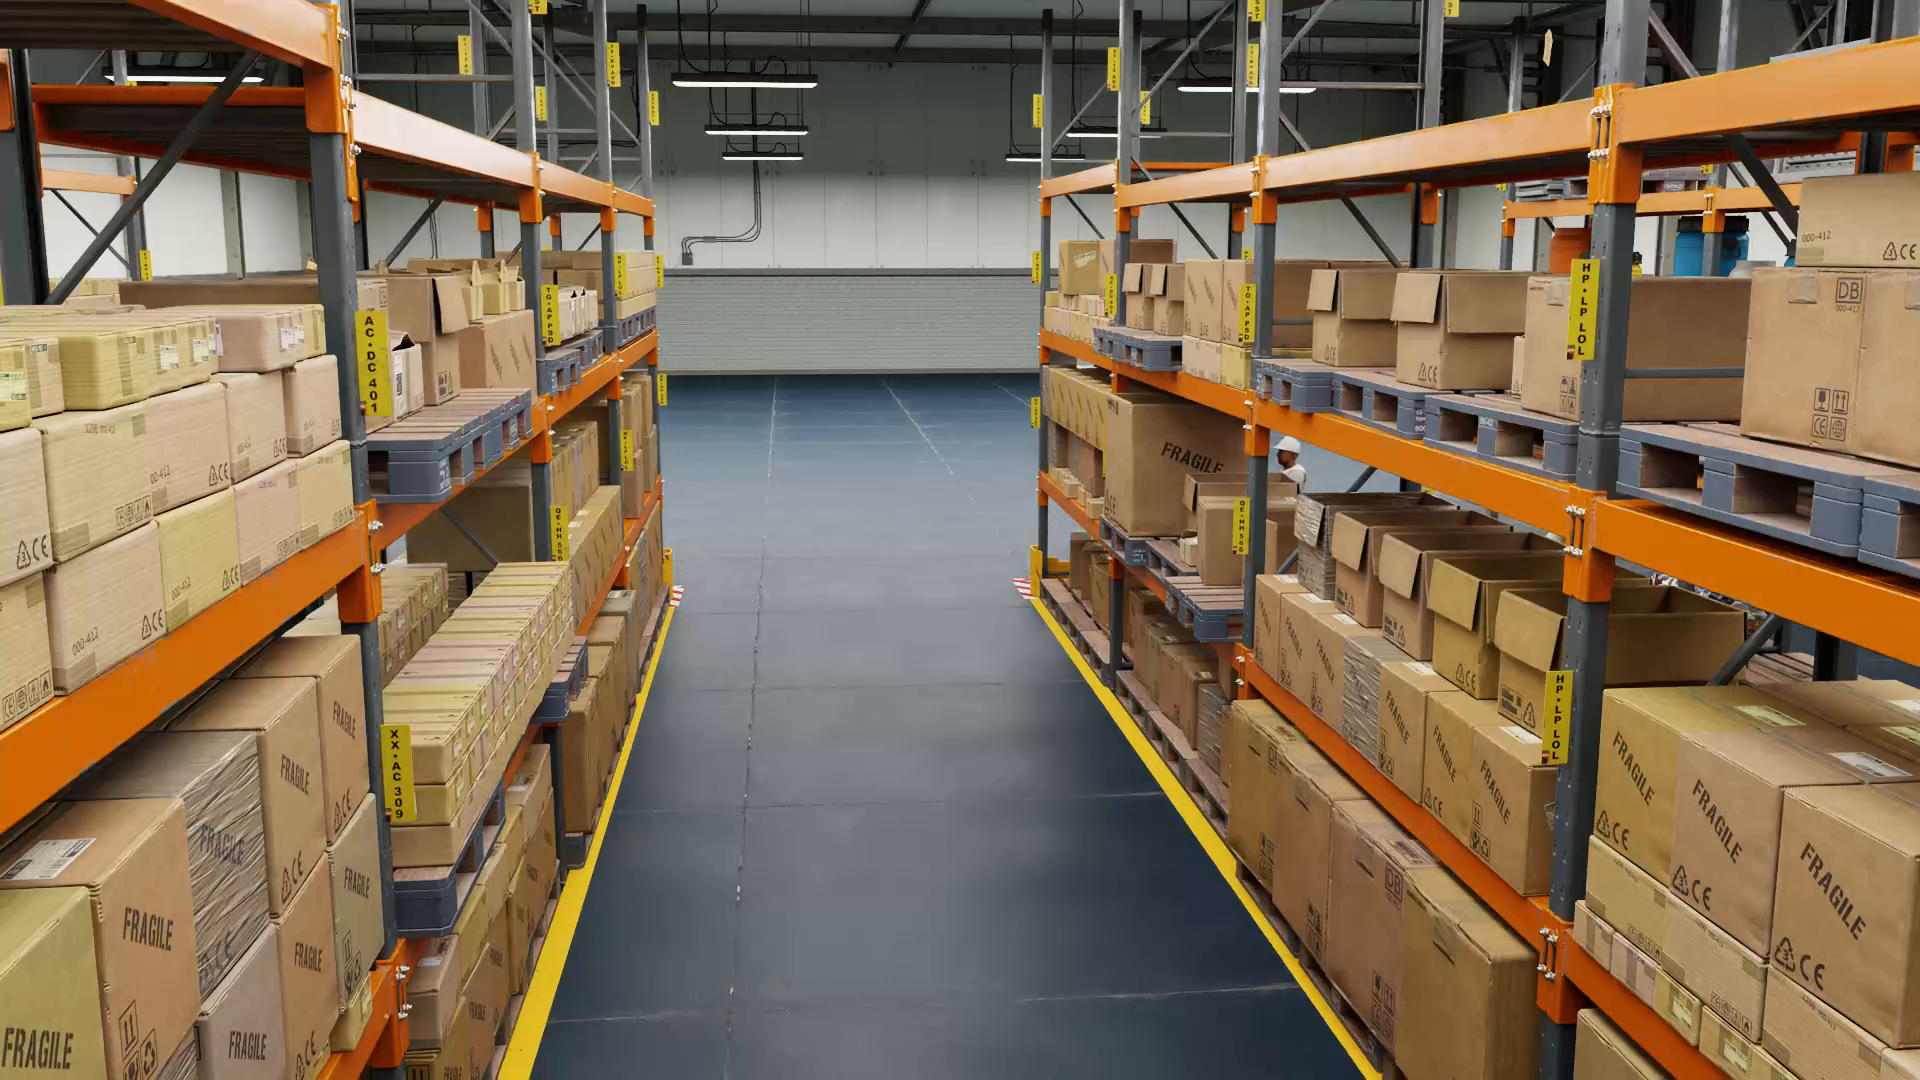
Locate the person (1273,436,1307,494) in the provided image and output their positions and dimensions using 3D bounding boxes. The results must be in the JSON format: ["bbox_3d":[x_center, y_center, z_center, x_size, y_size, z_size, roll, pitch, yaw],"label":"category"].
[{"bbox_3d":[3.180,-0.130,16.479,0.470,1.792,0.586,1,10,5],"label":"person"}]
